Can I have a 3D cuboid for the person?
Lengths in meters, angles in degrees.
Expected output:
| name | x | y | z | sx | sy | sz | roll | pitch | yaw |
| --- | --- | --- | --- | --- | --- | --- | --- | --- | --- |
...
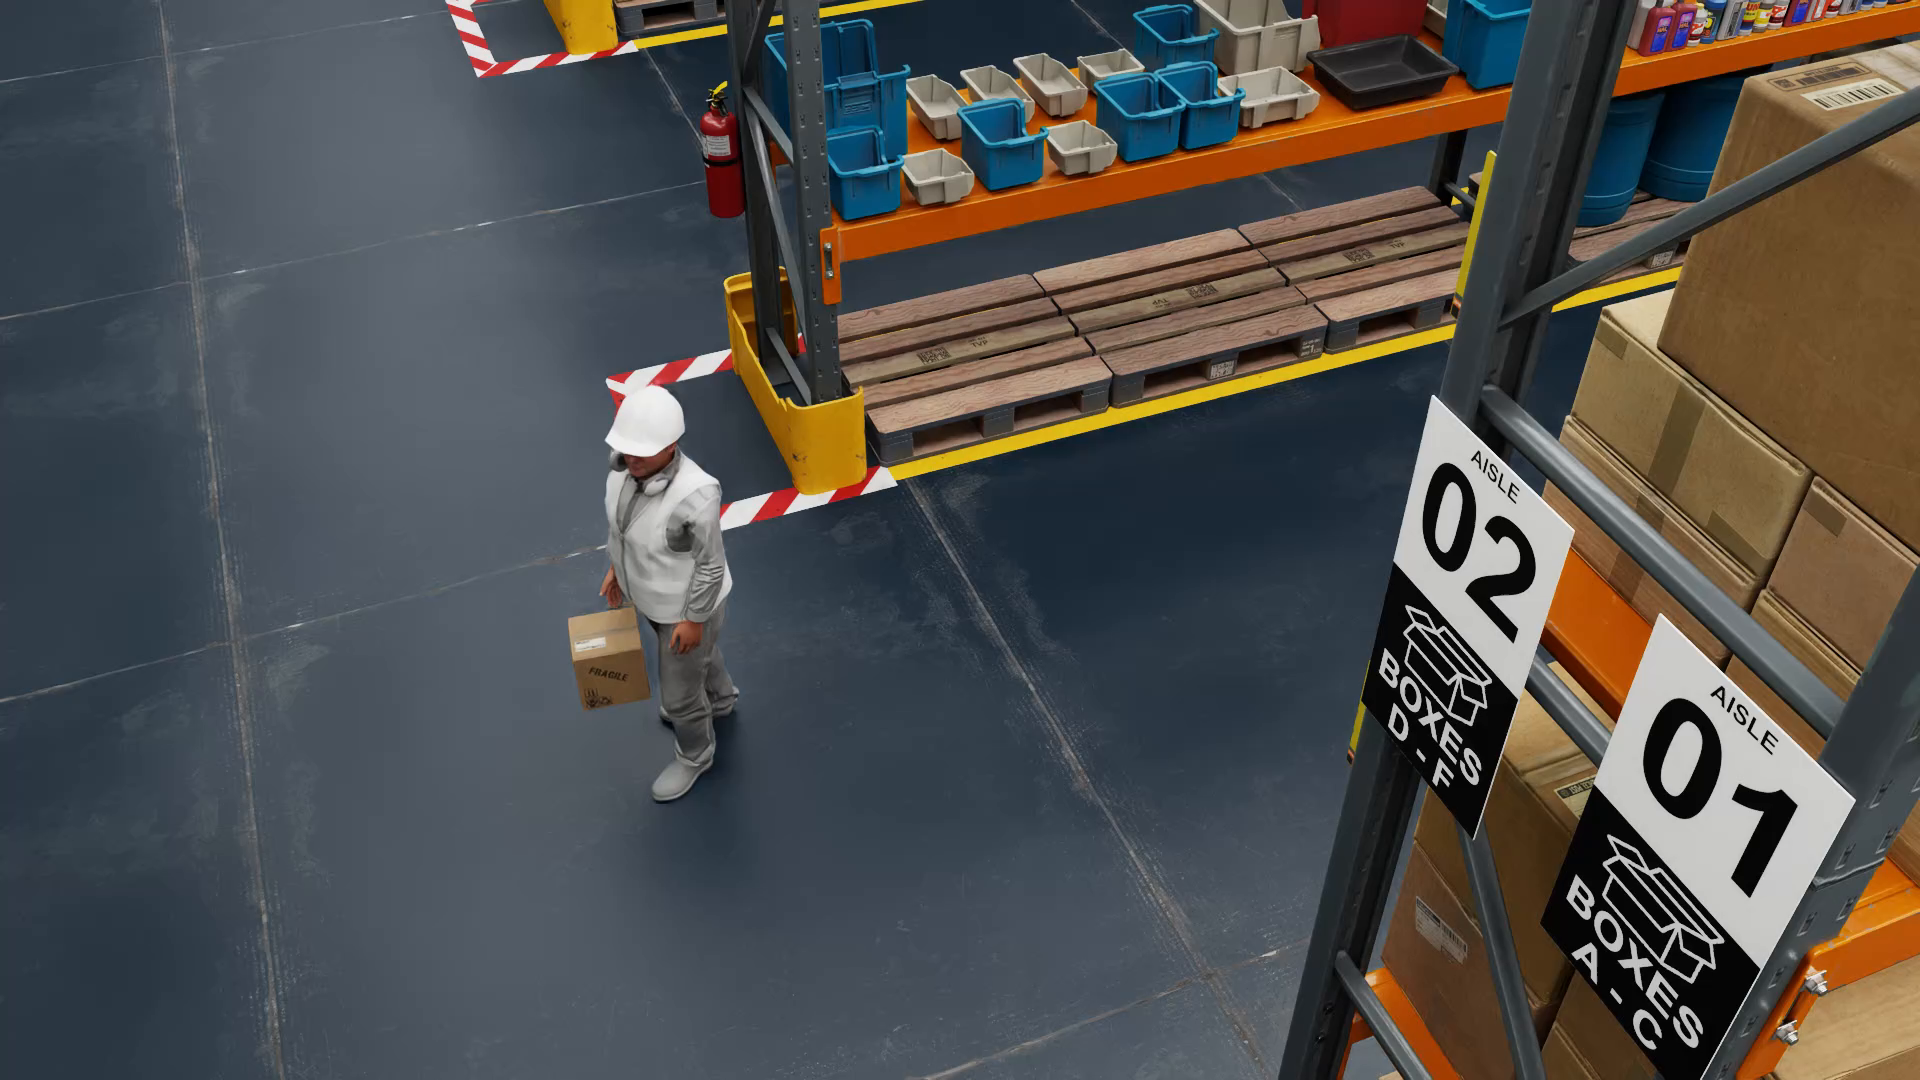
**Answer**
| name | x | y | z | sx | sy | sz | roll | pitch | yaw |
| --- | --- | --- | --- | --- | --- | --- | --- | --- | --- |
| person | -1.030 | 0.173 | 5.944 | 0.538 | 1.770 | 0.554 | -31 | 50 | -30 |
